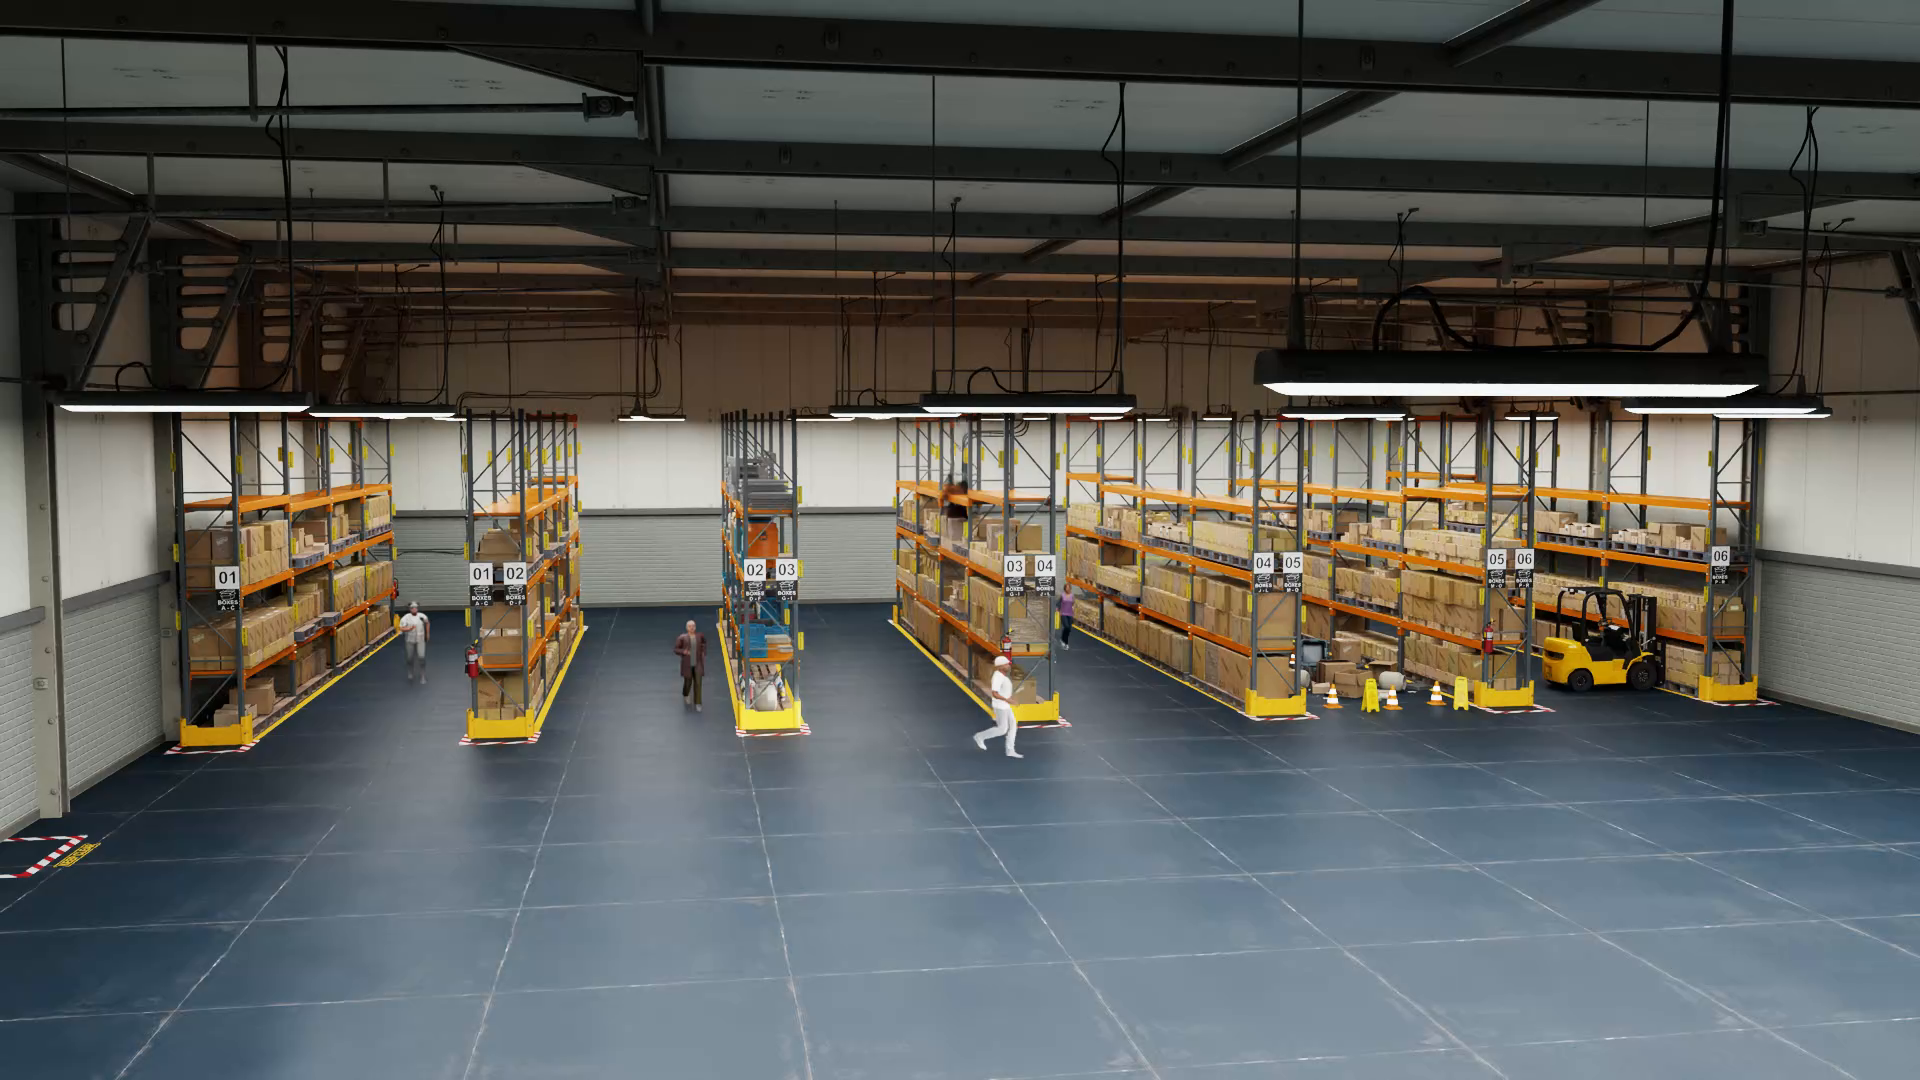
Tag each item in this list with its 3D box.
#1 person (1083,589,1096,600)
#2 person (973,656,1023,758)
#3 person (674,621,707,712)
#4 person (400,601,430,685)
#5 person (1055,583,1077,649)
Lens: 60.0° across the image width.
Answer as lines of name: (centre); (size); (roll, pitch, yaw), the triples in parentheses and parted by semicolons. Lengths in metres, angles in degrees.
person: (3.926, 1.360, 49.877); (0.776, 1.823, 0.714); (-1, 4, -12)
person: (0.671, 2.870, 28.583); (0.858, 1.758, 0.675); (1, 4, 12)
person: (-5.349, 2.601, 33.194); (0.708, 1.572, 0.994); (-1, 4, -21)
person: (-12.084, 2.262, 36.882); (0.656, 1.834, 0.875); (-2, 4, -23)
person: (2.581, 1.843, 40.128); (0.519, 1.594, 0.621); (-1, 4, -17)
